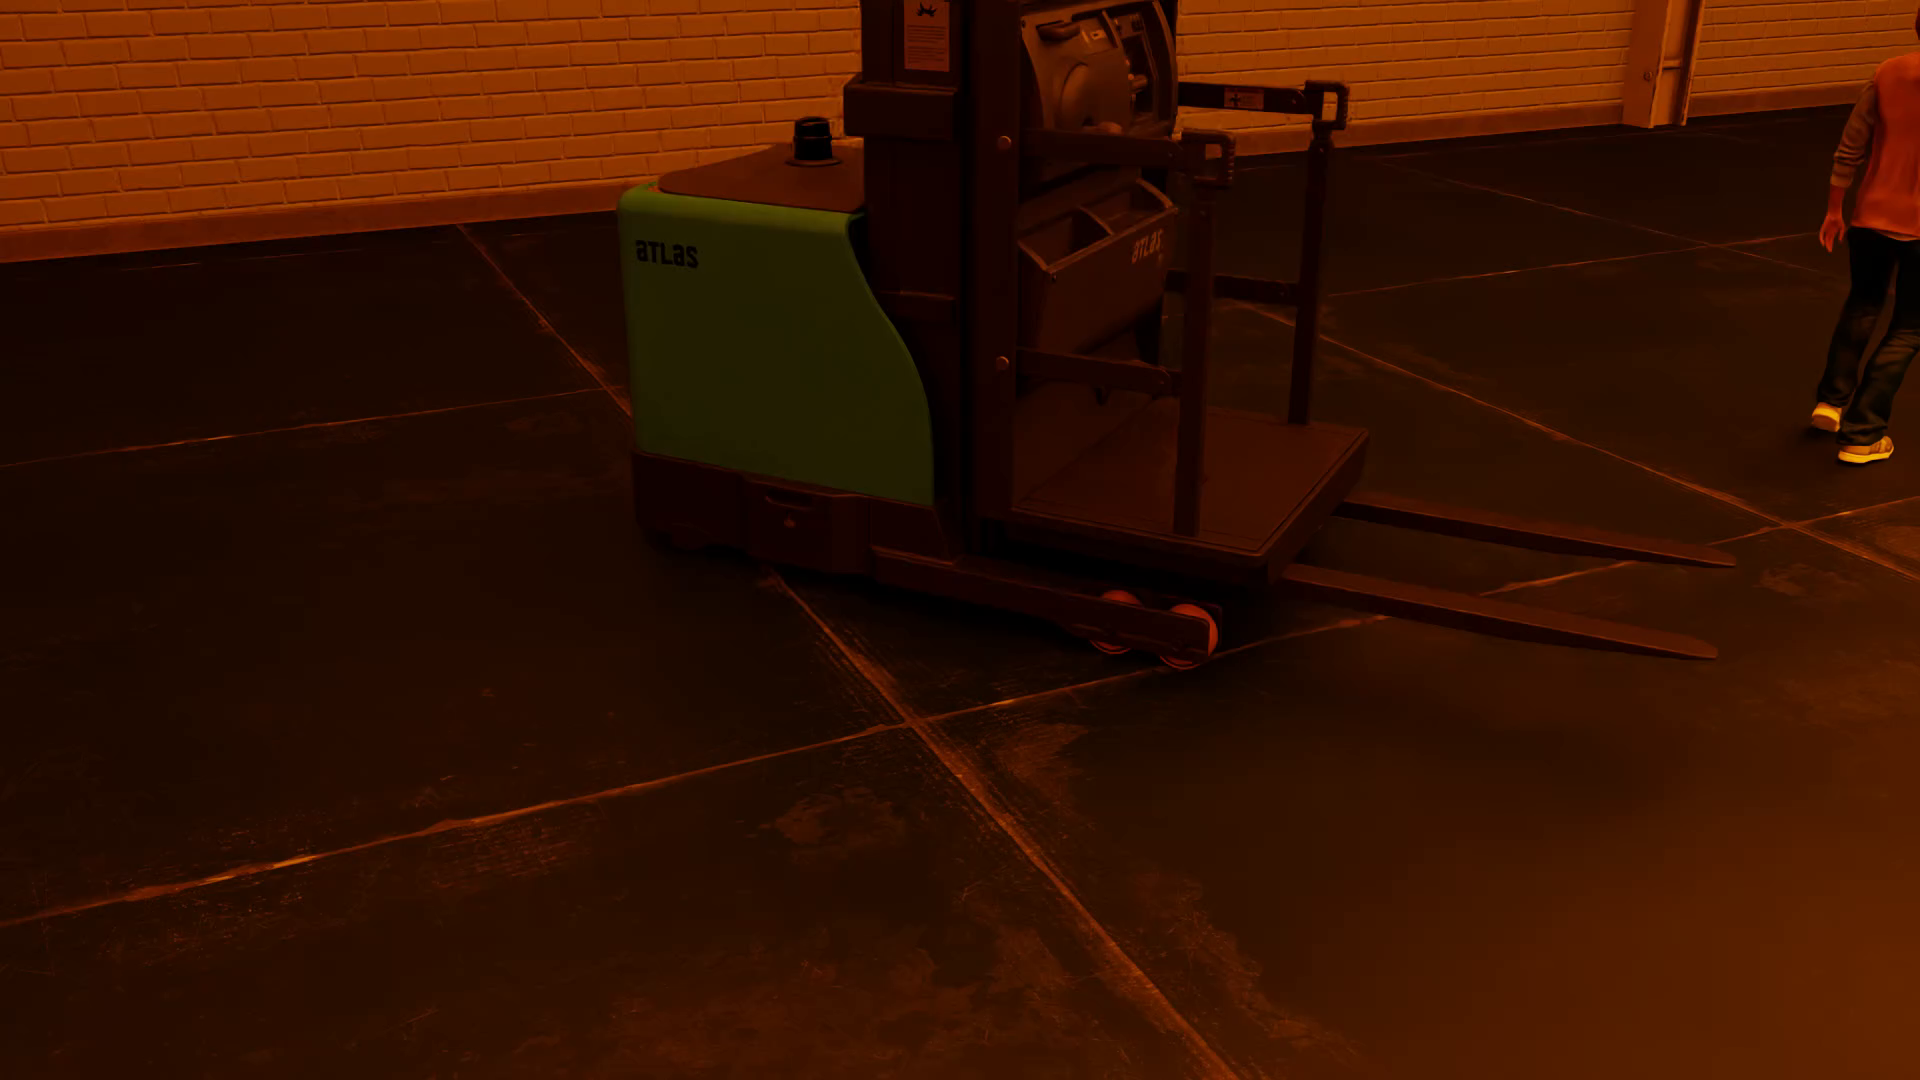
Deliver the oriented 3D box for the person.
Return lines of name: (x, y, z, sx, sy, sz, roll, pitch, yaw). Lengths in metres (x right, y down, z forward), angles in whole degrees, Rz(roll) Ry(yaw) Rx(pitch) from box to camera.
person: (3.177, -1.023, 5.584, 0.459, 1.627, 0.510, -16, 27, -33)

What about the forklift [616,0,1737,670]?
forklift: (0.560, -1.251, 4.297, 3.031, 2.935, 1.130, 11, 25, 25)
